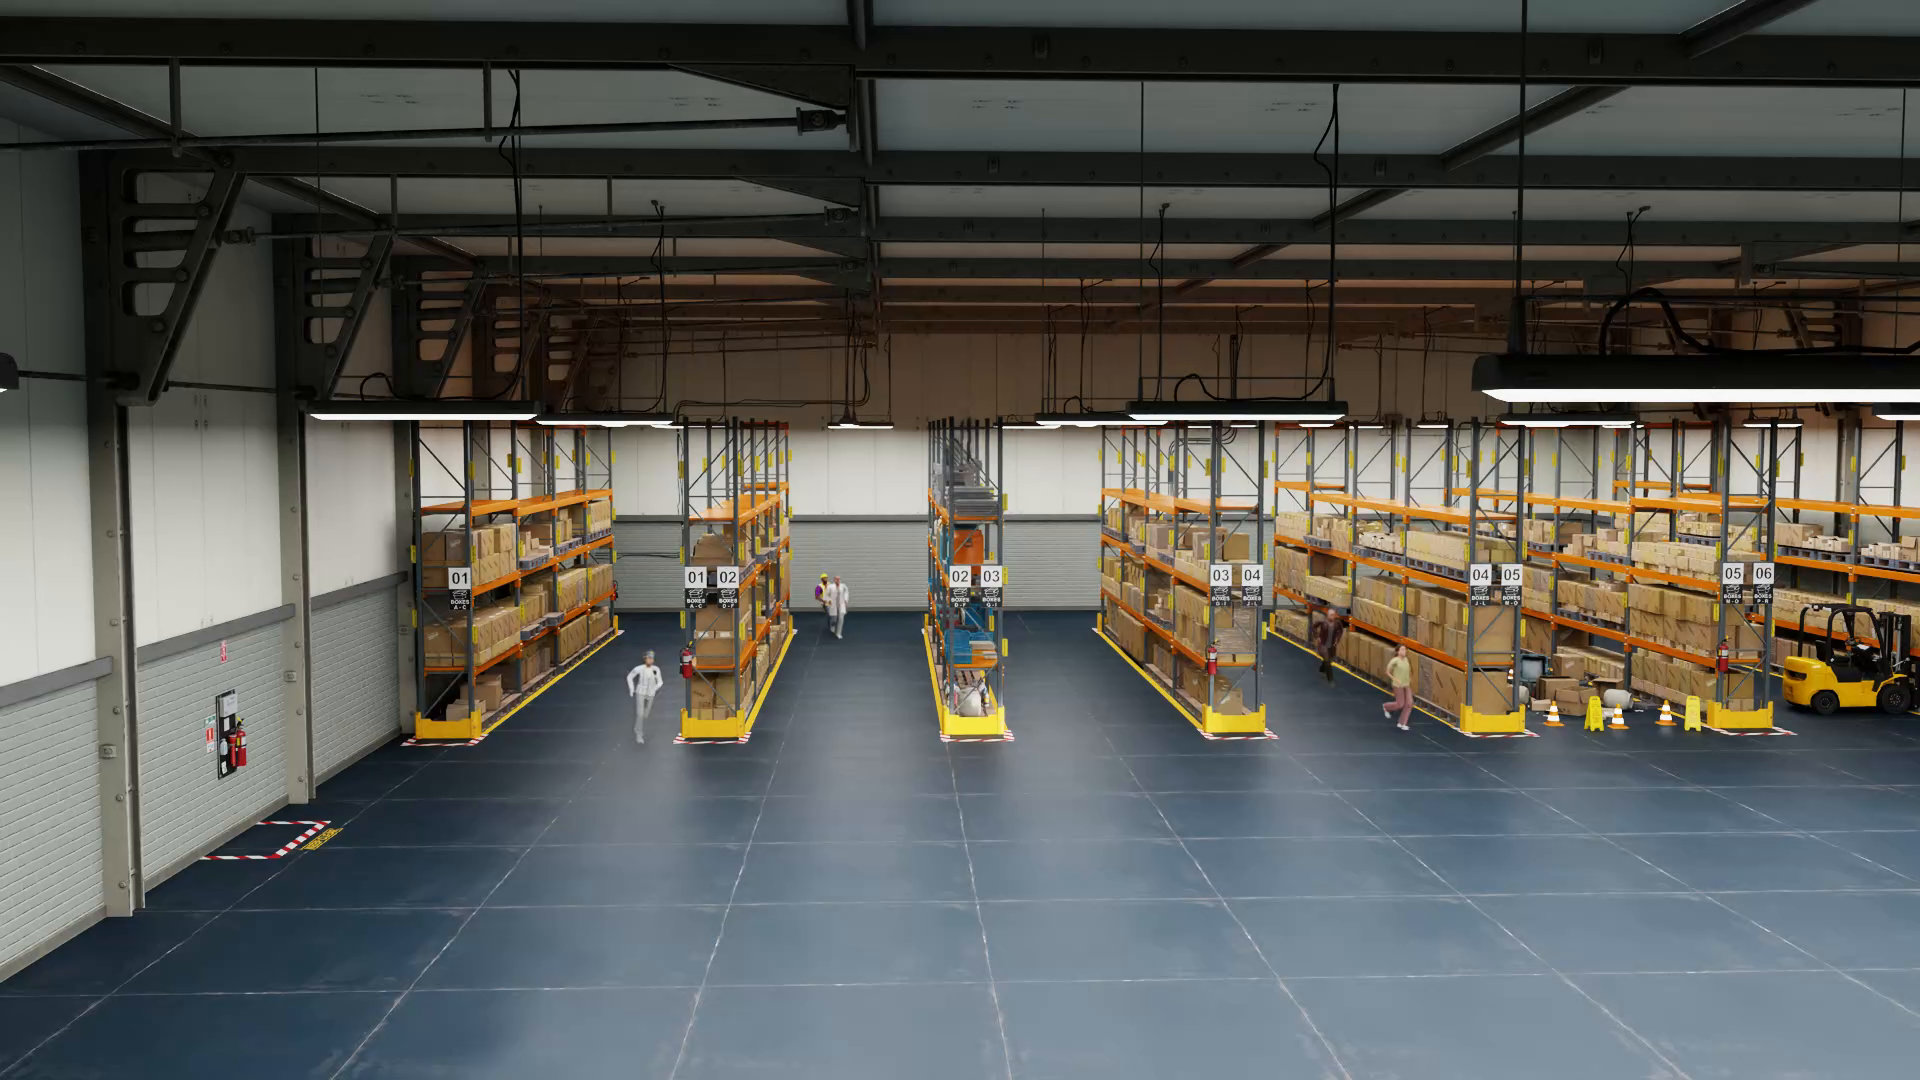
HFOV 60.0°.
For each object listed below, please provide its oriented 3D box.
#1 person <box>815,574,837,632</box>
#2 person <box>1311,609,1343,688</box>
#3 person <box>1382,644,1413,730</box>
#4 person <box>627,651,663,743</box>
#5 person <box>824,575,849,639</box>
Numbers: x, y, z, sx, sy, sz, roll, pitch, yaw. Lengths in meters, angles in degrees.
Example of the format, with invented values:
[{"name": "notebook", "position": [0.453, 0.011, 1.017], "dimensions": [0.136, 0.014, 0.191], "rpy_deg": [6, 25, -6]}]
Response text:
[{"name": "person", "position": [-3.733, 1.800, 47.234], "dimensions": [0.755, 1.692, 0.564], "rpy_deg": [-3, 5, -36]}, {"name": "person", "position": [8.280, 2.429, 37.638], "dimensions": [0.722, 1.788, 1.042], "rpy_deg": [0, 4, -4]}, {"name": "person", "position": [8.494, 2.822, 32.170], "dimensions": [0.588, 1.643, 0.694], "rpy_deg": [-2, 4, -27]}, {"name": "person", "position": [-5.849, 2.895, 30.936], "dimensions": [0.653, 1.681, 0.785], "rpy_deg": [-2, 4, -24]}, {"name": "person", "position": [-3.430, 1.845, 46.301], "dimensions": [0.706, 1.752, 0.841], "rpy_deg": [-1, 4, -15]}]
